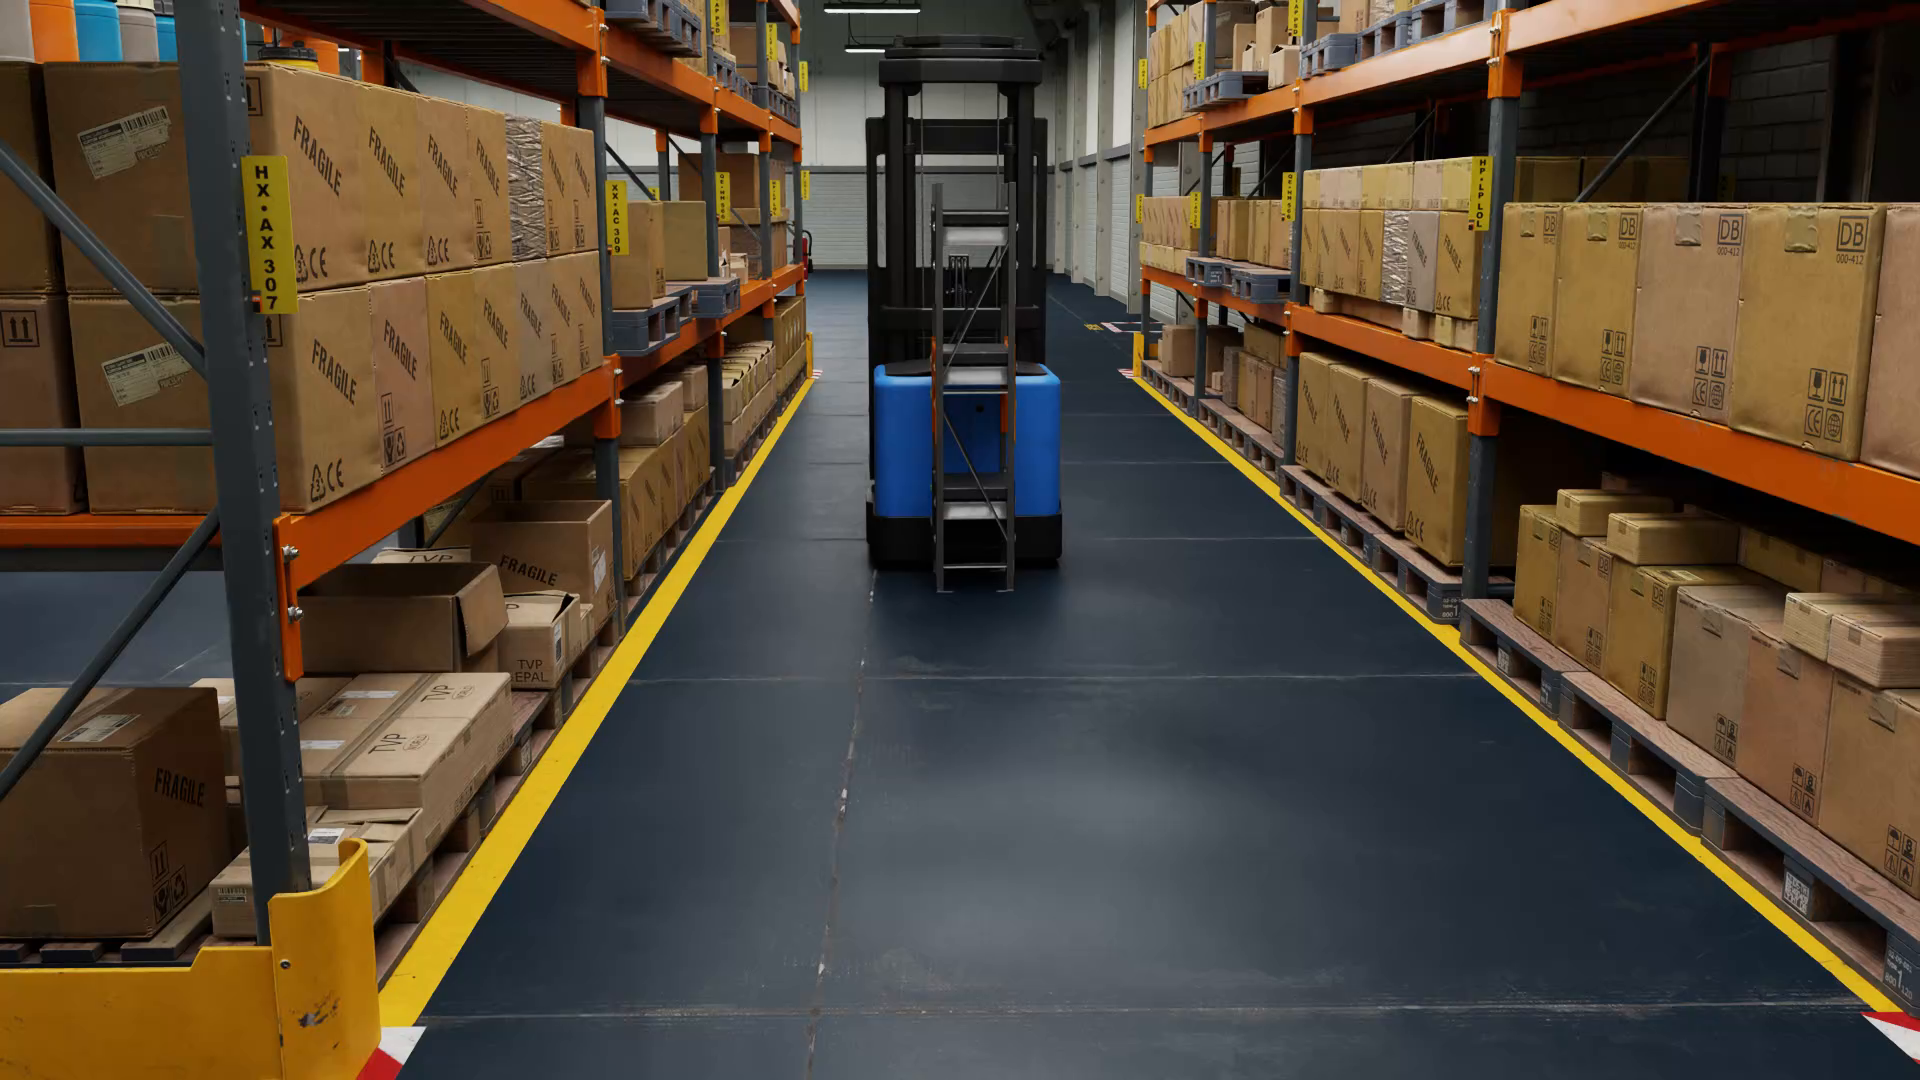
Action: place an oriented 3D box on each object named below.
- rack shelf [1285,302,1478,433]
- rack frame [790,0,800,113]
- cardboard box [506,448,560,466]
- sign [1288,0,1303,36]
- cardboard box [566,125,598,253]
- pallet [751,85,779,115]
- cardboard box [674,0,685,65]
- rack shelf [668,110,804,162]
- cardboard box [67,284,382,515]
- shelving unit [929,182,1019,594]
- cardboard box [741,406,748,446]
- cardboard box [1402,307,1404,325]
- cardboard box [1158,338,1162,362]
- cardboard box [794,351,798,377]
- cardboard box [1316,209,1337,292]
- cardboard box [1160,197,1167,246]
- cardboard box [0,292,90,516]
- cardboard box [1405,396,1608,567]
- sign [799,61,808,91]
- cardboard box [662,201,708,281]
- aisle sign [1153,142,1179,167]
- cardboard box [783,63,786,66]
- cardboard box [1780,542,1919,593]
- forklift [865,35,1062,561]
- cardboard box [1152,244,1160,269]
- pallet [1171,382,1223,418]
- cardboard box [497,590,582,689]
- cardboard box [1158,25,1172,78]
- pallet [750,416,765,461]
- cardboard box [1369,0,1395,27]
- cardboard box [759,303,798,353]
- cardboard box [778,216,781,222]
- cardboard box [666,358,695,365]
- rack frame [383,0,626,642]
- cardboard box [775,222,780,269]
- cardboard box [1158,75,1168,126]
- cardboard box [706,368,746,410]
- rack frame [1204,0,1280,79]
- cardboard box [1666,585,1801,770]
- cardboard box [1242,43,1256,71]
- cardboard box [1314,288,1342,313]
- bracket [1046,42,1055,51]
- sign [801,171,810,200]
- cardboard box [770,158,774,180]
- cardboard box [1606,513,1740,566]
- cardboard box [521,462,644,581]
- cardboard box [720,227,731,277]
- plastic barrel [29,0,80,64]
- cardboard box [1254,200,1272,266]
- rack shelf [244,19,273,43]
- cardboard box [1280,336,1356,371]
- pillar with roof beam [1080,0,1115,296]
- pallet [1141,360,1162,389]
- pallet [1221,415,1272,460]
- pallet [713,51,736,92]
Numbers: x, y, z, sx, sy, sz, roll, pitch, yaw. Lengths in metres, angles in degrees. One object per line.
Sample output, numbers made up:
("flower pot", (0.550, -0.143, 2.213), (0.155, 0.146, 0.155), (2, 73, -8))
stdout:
("rack shelf", (2.837, -1.073, 9.612), (1.077, 0.370, 4.000), (0, 11, -1))
("rack frame", (-2.322, -6.332, 18.638), (1.000, 3.000, 0.127), (0, 11, -1))
("cardboard box", (-2.372, -0.192, 8.644), (0.500, 0.500, 0.500), (0, 11, -1))
("sign", (2.253, -3.544, 11.141), (0.100, 0.325, 0.005), (0, 11, -1))
("cardboard box", (-1.805, -1.446, 6.877), (0.500, 0.500, 0.500), (0, 11, -1))
("pallet", (-2.283, -4.193, 15.861), (1.003, 0.211, 1.213), (0, 11, -1))
("cardboard box", (-2.093, -3.029, 9.652), (0.910, 0.500, 0.500), (0, 11, -1))
("rack shelf", (-2.281, -4.112, 17.048), (1.077, 0.370, 4.000), (0, 11, -1))
("cardboard box", (-1.737, -0.350, 3.987), (0.500, 0.500, 0.500), (0, 11, 0))
("shelving unit", (0.065, -0.800, 8.723), (0.431, 2.100, 0.503), (-1, 11, -3))
("cardboard box", (-1.885, -0.865, 12.639), (0.500, 0.250, 0.500), (-1, 11, -3))
("cardboard box", (2.597, -1.183, 8.929), (0.380, 0.149, 0.250), (0, 11, -1))
("cardboard box", (2.555, -2.173, 18.882), (0.500, 0.311, 0.500), (-2, 12, -8))
("cardboard box", (-1.972, -1.847, 17.477), (0.500, 0.250, 0.500), (0, 11, -1))
("cardboard box", (2.552, -1.826, 10.464), (0.500, 0.500, 0.500), (0, 11, 1))
("cardboard box", (2.367, -3.317, 17.307), (0.500, 0.500, 0.500), (0, 11, 1))
("cardboard box", (-2.273, -0.348, 3.981), (0.500, 0.500, 0.500), (0, 11, 1))
("cardboard box", (2.735, -0.309, 8.387), (0.750, 0.750, 0.750), (0, 11, 0))
("sign", (-1.779, -5.257, 18.853), (0.100, 0.325, 0.005), (0, 11, -1))
("cardboard box", (-2.031, -1.932, 10.729), (0.700, 0.500, 0.500), (-4, 12, -20))
("aisle sign", (2.329, -4.700, 19.144), (0.394, 0.787, 0.004), (0, 11, -1))
("cardboard box", (-2.314, -5.073, 18.307), (0.797, 0.503, 0.637), (1, 11, 3))
("cardboard box", (3.021, 0.102, 5.611), (0.380, 0.149, 0.250), (0, 11, -1))
("forklift", (-0.035, -1.560, 10.376), (1.130, 2.935, 3.031), (-1, 11, -3))
("cardboard box", (2.353, -3.047, 17.859), (0.500, 0.250, 0.500), (0, 11, -2))
("pallet", (2.664, -1.385, 16.354), (1.003, 0.211, 1.213), (0, 11, -1))
("cardboard box", (-1.763, 0.357, 6.413), (0.500, 0.311, 0.500), (0, 11, -1))
("cardboard box", (2.377, -5.153, 17.552), (0.500, 0.500, 0.500), (0, 11, 0))
("pallet", (-2.157, -0.841, 13.673), (1.003, 0.211, 1.213), (0, 11, -1))
("cardboard box", (2.927, -3.356, 10.156), (0.700, 0.500, 0.500), (-1, 12, -4))
("cardboard box", (-1.969, -2.214, 17.403), (0.500, 0.500, 0.500), (0, 11, -1))
("cardboard box", (-2.095, -3.426, 17.521), (0.380, 0.149, 0.250), (0, 11, 0))
("cardboard box", (-2.447, -1.341, 13.575), (0.500, 0.311, 0.500), (0, 11, 0))
("rack frame", (-2.074, -1.007, 7.477), (1.000, 3.000, 0.127), (0, 11, -1))
("cardboard box", (-2.305, -3.145, 17.766), (0.700, 0.500, 0.500), (0, 11, -1))
("cardboard box", (2.378, -4.664, 17.660), (0.500, 0.500, 0.500), (0, 11, 1))
("cardboard box", (-1.893, -1.145, 12.605), (0.500, 0.311, 0.500), (-1, 11, -3))
("rack frame", (2.713, -5.558, 14.823), (1.000, 3.000, 0.127), (0, 11, -1))
("cardboard box", (2.825, 0.448, 5.535), (0.700, 0.500, 0.500), (-1, 11, -3))
("cardboard box", (2.657, -4.019, 13.947), (0.500, 0.311, 0.500), (0, 11, 1))
("cardboard box", (2.489, -1.540, 10.686), (0.380, 0.149, 0.250), (0, 11, 1))
("bracket", (2.544, -13.861, 46.697), (0.235, 0.232, 0.430), (0, 11, -1))
("sign", (-1.779, -4.075, 19.093), (0.100, 0.325, 0.005), (0, 11, -1))
("cardboard box", (-2.286, -3.669, 17.086), (0.700, 0.500, 0.500), (0, 11, -1))
("cardboard box", (2.627, -0.005, 6.137), (0.380, 0.149, 0.250), (-1, 11, -3))
("cardboard box", (-1.840, -0.094, 8.160), (0.500, 0.500, 0.500), (-1, 11, -4))
("cardboard box", (-2.229, -2.388, 14.036), (0.500, 0.500, 0.500), (1, 11, 3))
("plastic barrel", (-6.922, -3.757, 12.408), (0.600, 0.830, 0.708), (0, 11, -1))
("cardboard box", (2.728, -2.428, 13.127), (0.700, 0.500, 0.500), (0, 11, -1))
("rack shelf", (-7.233, -5.366, 16.693), (1.077, 0.370, 4.000), (0, 11, -1))
("cardboard box", (2.780, -1.437, 12.894), (0.500, 0.250, 0.500), (0, 11, 0))
("pillar with roof beam", (-1.166, -9.778, 35.623), (9.100, 9.000, 0.548), (0, 11, -1))
("pallet", (2.614, -1.870, 18.745), (1.003, 0.211, 1.213), (0, 11, -1))
("pallet", (2.759, -0.854, 13.735), (1.003, 0.211, 1.213), (0, 11, -1))
("pallet", (-2.260, -3.314, 11.780), (1.213, 0.211, 1.003), (0, 11, 1))
